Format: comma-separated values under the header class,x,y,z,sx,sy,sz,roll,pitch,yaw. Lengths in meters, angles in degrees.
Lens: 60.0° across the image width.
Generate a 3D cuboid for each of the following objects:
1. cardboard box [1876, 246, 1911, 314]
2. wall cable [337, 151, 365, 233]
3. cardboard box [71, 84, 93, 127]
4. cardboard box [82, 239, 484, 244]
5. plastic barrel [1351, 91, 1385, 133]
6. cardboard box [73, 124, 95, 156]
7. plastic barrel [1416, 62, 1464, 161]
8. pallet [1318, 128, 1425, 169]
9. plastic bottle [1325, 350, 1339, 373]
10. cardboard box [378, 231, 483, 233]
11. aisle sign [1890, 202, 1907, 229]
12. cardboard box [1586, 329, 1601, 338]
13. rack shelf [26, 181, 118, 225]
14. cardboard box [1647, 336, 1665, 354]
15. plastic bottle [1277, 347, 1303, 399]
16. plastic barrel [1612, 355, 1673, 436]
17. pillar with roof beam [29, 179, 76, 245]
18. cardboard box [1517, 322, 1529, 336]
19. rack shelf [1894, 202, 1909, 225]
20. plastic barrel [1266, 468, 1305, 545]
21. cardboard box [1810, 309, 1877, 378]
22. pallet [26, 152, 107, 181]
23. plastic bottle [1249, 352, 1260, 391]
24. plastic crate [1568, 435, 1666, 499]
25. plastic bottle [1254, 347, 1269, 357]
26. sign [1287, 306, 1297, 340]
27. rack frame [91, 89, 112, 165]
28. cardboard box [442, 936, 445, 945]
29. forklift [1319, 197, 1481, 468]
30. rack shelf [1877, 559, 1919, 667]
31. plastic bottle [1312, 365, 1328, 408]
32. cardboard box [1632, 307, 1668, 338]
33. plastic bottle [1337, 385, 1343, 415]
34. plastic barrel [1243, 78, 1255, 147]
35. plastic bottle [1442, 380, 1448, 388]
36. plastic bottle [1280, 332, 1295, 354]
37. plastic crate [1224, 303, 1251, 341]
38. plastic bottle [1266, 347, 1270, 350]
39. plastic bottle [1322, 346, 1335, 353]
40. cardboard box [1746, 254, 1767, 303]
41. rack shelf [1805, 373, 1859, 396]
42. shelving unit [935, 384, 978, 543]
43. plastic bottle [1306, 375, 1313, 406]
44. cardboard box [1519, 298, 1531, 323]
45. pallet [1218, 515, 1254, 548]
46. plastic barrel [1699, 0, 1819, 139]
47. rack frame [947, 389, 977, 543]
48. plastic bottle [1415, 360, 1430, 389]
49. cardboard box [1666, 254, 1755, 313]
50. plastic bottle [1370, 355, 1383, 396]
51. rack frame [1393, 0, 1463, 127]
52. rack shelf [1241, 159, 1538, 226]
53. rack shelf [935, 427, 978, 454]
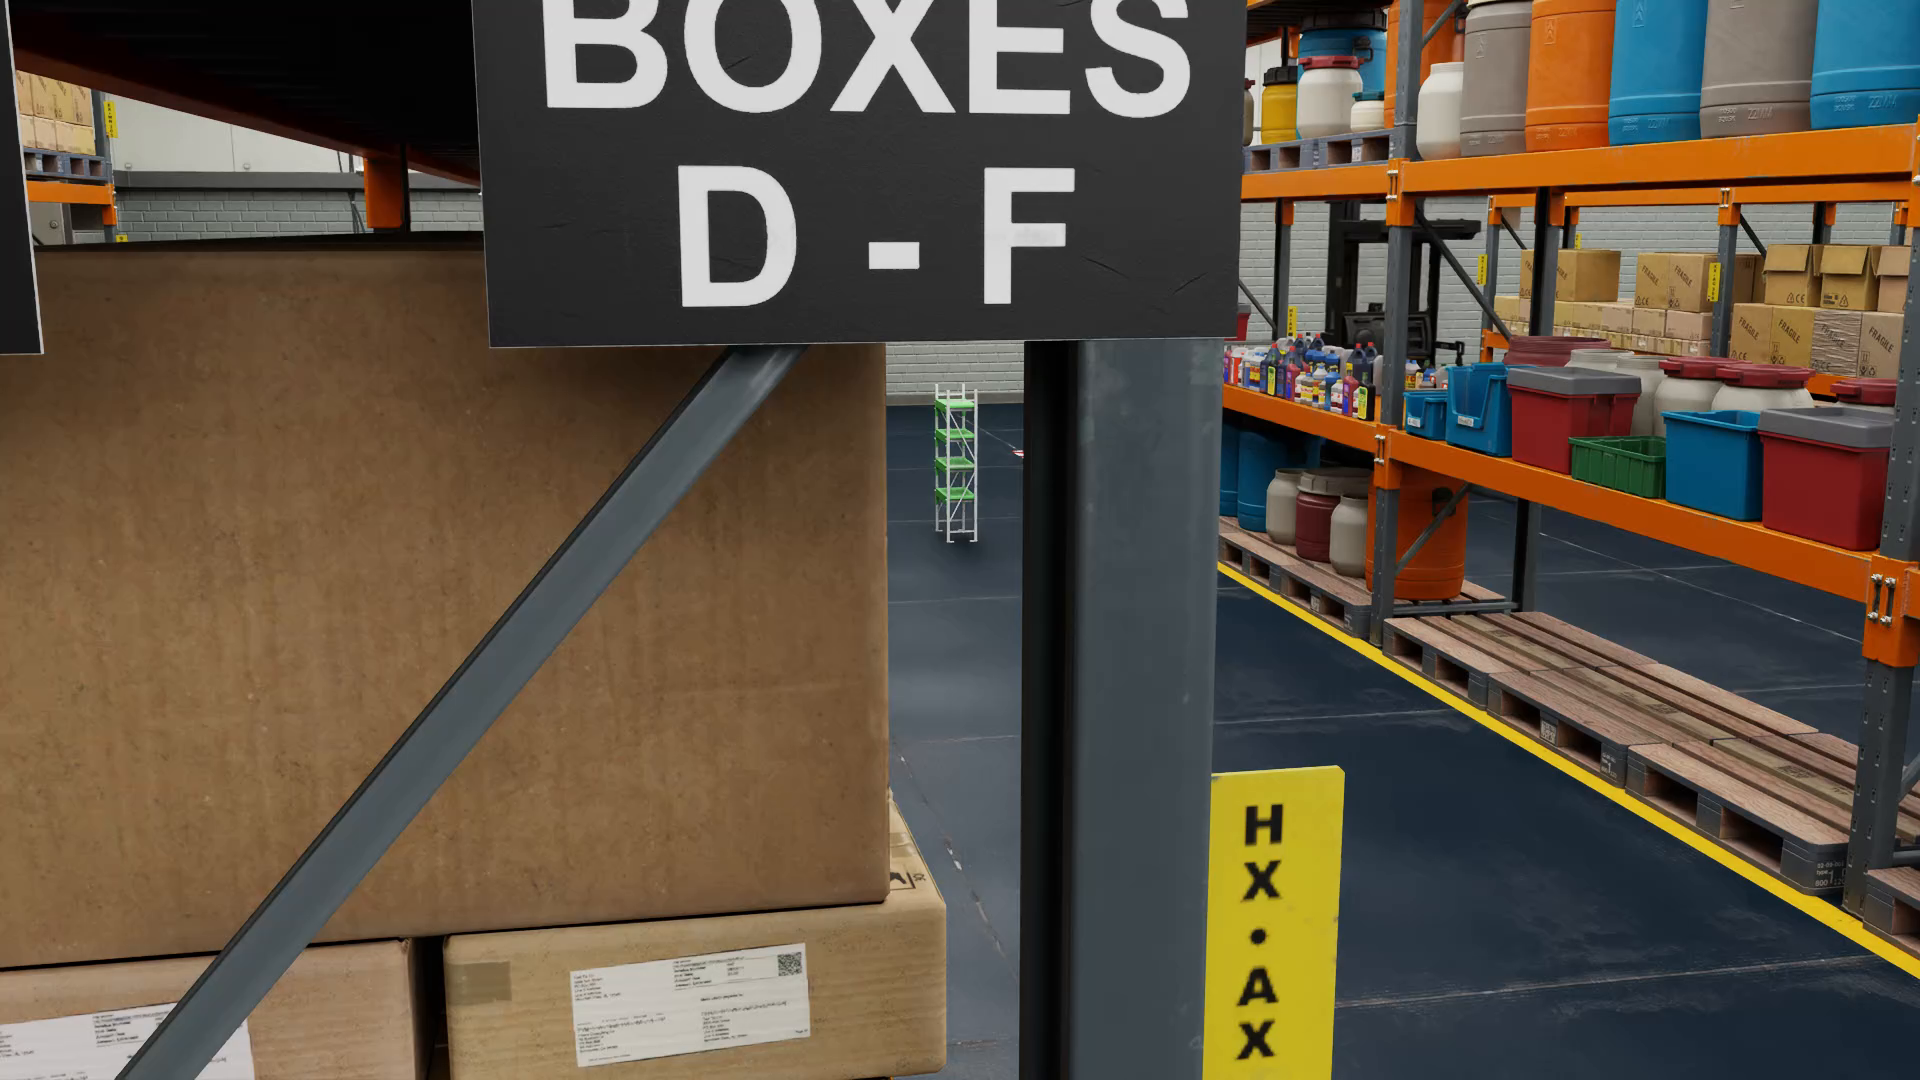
class,x,y,z,sx,sy,sz,roll,pitch,yaw
cardboard box,7.419,-1.960,12.521,0.797,0.503,0.637,-2,11,-9
wall cable,-9.075,-4.440,20.760,3.097,2.526,0.112,-2,11,-11
cardboard box,-7.916,-3.867,14.474,0.500,0.500,0.500,-2,11,-11
cardboard box,-0.552,-0.093,1.923,0.700,0.500,0.500,-2,11,-12
plastic barrel,2.596,-2.664,10.395,0.301,0.262,0.301,0,11,0
cardboard box,-7.923,-3.498,14.543,0.500,0.250,0.500,-2,11,-9
plastic barrel,2.708,-2.321,9.048,0.421,0.512,0.421,0,11,0
pallet,2.895,-2.385,10.190,1.003,0.211,1.213,-2,11,-11
plastic bottle,2.685,-1.236,12.012,0.097,0.271,0.097,0,11,0
cardboard box,-0.942,-0.460,3.856,0.700,0.500,0.500,-2,11,-11
aisle sign,10.827,-3.950,18.972,0.394,0.787,0.004,-2,11,-11
cardboard box,6.349,-1.978,16.236,0.380,0.149,0.250,-2,11,-10
rack shelf,-7.937,-2.721,13.372,1.077,0.370,4.000,-2,11,-11
cardboard box,6.548,-1.789,15.248,0.380,0.149,0.250,-2,11,-12
plastic bottle,2.238,-1.136,11.272,0.144,0.351,0.185,-2,11,-11
plastic barrel,3.439,-0.658,8.330,0.421,0.512,0.421,0,11,0
pillar with roof beam,-5.477,-5.535,18.211,9.100,9.000,0.400,-2,11,-11
cardboard box,6.097,-2.214,17.477,0.380,0.149,0.250,-2,11,-12
rack shelf,11.524,-3.423,17.062,1.077,0.370,4.000,-2,11,-11
plastic barrel,2.419,-0.241,11.973,0.421,0.512,0.421,0,11,0
cardboard box,7.068,-1.546,13.030,0.500,0.500,0.500,-2,11,-12
pallet,-8.171,-3.262,14.528,1.003,0.211,1.213,-2,11,-11
plastic bottle,2.107,-1.198,11.812,0.097,0.271,0.097,0,11,0
plastic crate,3.110,-0.332,7.486,0.450,0.188,0.662,-2,11,-11
plastic bottle,2.215,-1.270,12.181,0.152,0.276,0.135,-2,11,-11
sign,2.710,-1.750,13.629,0.100,0.325,0.005,-2,11,-11
rack frame,-8.326,-4.915,14.952,1.000,3.000,0.127,-2,11,-11
cardboard box,-0.669,0.307,1.559,0.380,0.149,0.250,-2,11,-10
forklift,4.234,-2.024,15.994,1.130,2.935,3.031,-3,11,-17
rack shelf,4.115,0.593,3.982,1.077,0.370,4.000,-2,11,-11
plastic bottle,2.326,-0.992,10.729,0.097,0.271,0.097,0,11,0
cardboard box,6.582,-2.013,15.357,0.500,0.250,0.500,-2,11,-9
plastic bottle,2.401,-0.886,10.361,0.097,0.201,0.097,0,11,0
plastic barrel,2.026,-3.235,12.664,0.433,0.535,0.433,0,11,0
plastic bottle,3.032,-0.885,10.158,0.152,0.276,0.135,-2,11,-11
plastic bottle,2.528,-1.408,12.705,0.144,0.351,0.185,-2,11,-11
plastic crate,2.242,-1.828,14.448,0.402,0.464,0.583,-2,11,-11
plastic bottle,2.445,-1.428,13.210,0.097,0.201,0.097,0,11,0
plastic bottle,2.733,-1.313,12.407,0.152,0.276,0.135,-2,11,-11
cardboard box,7.186,-2.313,14.924,0.500,0.500,0.500,-2,11,-11
rack shelf,7.417,-1.054,12.637,1.077,0.370,4.000,-2,11,-11
shelving unit,-0.032,-0.620,13.244,0.258,1.200,0.503,-2,11,-11
plastic bottle,2.307,-0.975,10.830,0.097,0.201,0.097,0,11,0
cardboard box,6.186,-2.388,17.324,0.500,0.250,0.500,-2,11,-12
pallet,2.279,-0.082,13.060,1.003,0.211,1.213,-2,11,-11
plastic barrel,3.287,-2.052,6.594,0.600,0.901,0.600,0,11,0
rack frame,0.015,-0.575,13.009,0.240,1.200,0.015,-2,11,-11
plastic bottle,3.065,-1.048,10.992,0.061,0.283,0.133,-2,11,-11
cardboard box,6.677,-2.290,14.805,0.500,0.500,0.500,-2,11,-9
plastic bottle,2.911,-1.145,11.523,0.152,0.276,0.135,-2,11,-11
rack frame,2.948,-3.808,9.136,1.000,3.000,0.127,-2,11,-11
rack shelf,2.559,-2.348,11.411,1.077,0.370,4.000,-2,11,-11
rack shelf,-0.032,-0.793,13.211,0.258,0.148,0.480,-2,11,-11
